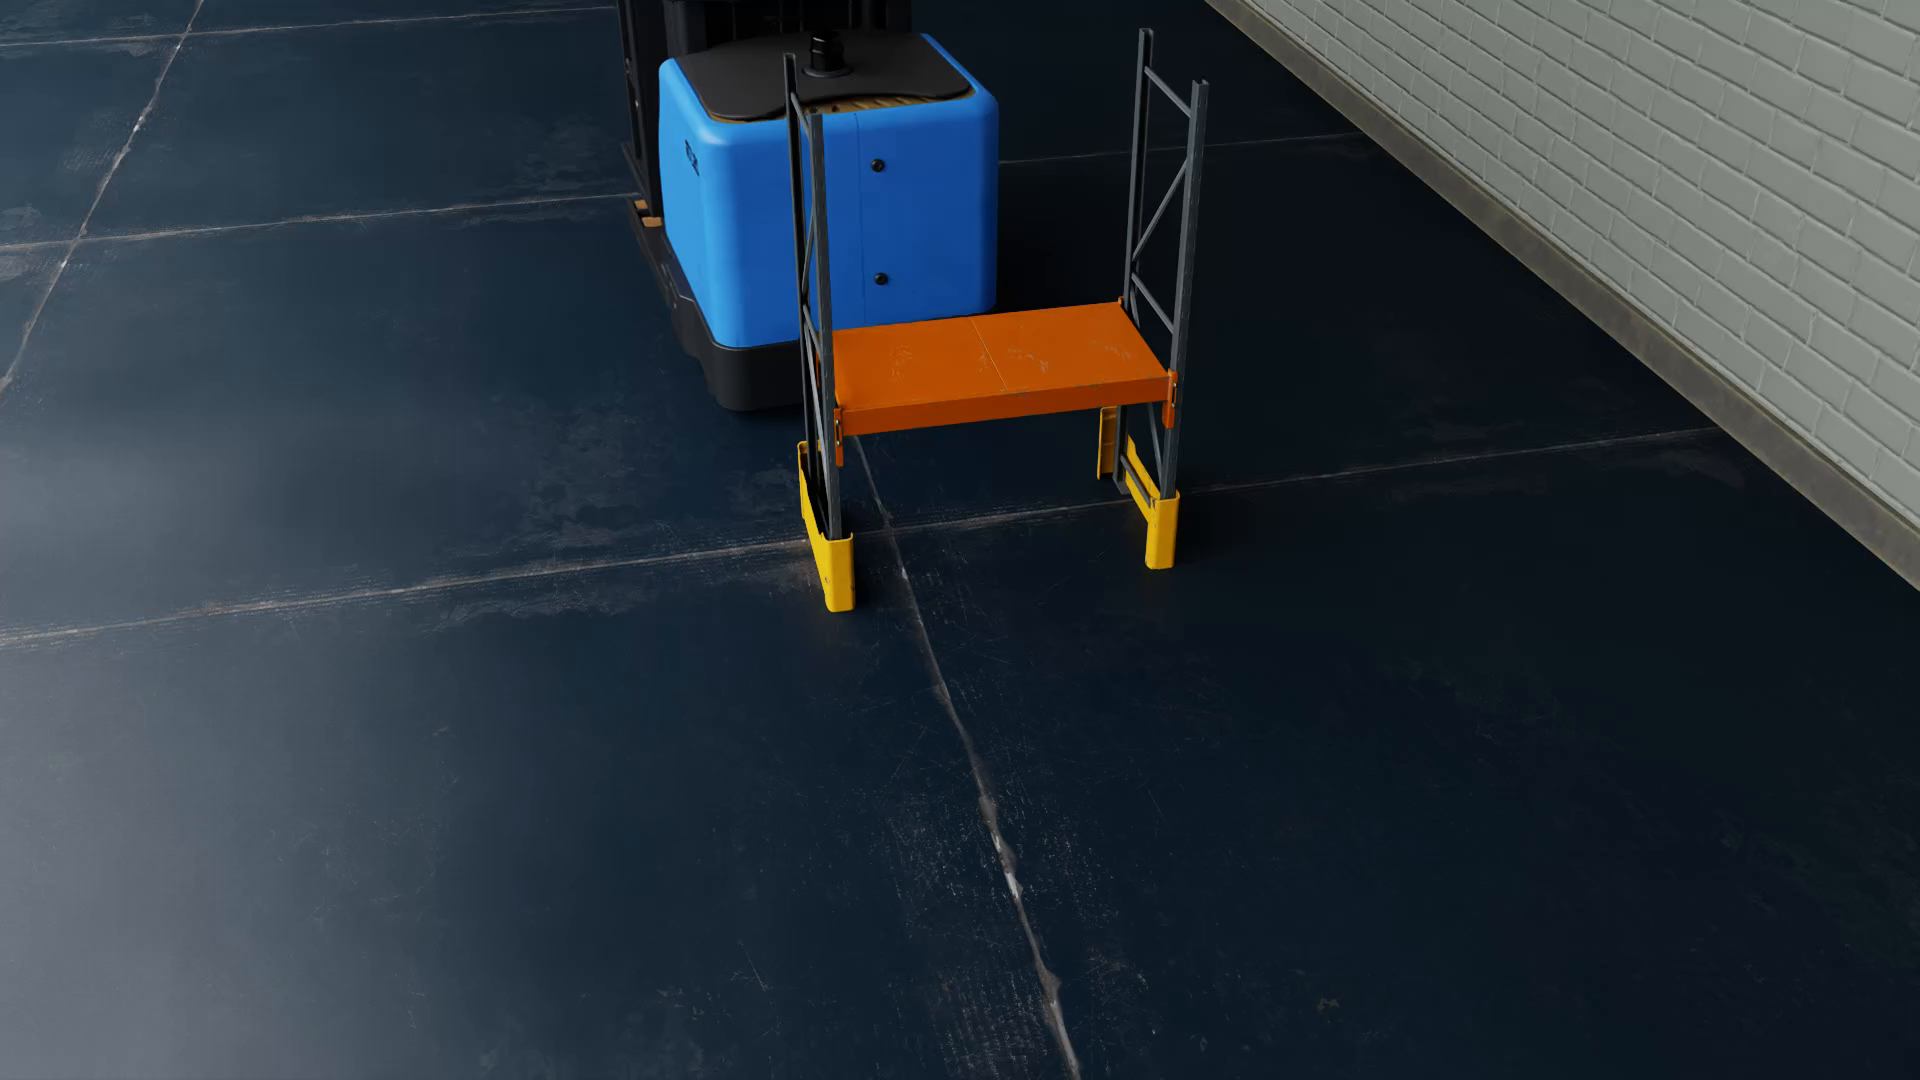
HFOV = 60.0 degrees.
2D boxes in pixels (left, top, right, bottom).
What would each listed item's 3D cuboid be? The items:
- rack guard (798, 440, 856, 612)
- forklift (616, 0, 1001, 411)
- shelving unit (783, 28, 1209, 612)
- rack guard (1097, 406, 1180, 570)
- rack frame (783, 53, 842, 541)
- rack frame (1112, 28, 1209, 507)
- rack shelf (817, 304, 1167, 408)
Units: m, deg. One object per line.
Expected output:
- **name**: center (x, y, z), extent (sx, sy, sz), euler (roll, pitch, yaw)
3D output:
- **rack guard**: center (-0.411, -0.052, 5.103), extent (0.087, 0.250, 0.587), euler (-7, 35, -11)
- **forklift**: center (-15.925, -2.748, 6.715), extent (29.544, 2.935, 13.453), euler (-10, 35, -15)
- **shelving unit**: center (0.074, -0.632, 4.846), extent (1.083, 1.500, 0.587), euler (-7, 35, -11)
- **rack guard**: center (0.560, -0.174, 5.286), extent (0.087, 0.250, 0.587), euler (-7, 35, -11)
- **rack frame**: center (-0.413, -0.571, 4.755), extent (0.032, 1.500, 0.500), euler (-7, 35, -11)
- **rack frame**: center (0.579, -0.696, 4.941), extent (0.032, 1.500, 0.500), euler (-7, 35, -11)
- **rack shelf**: center (0.083, -0.539, 4.911), extent (0.952, 0.026, 0.459), euler (-7, 35, -11)
